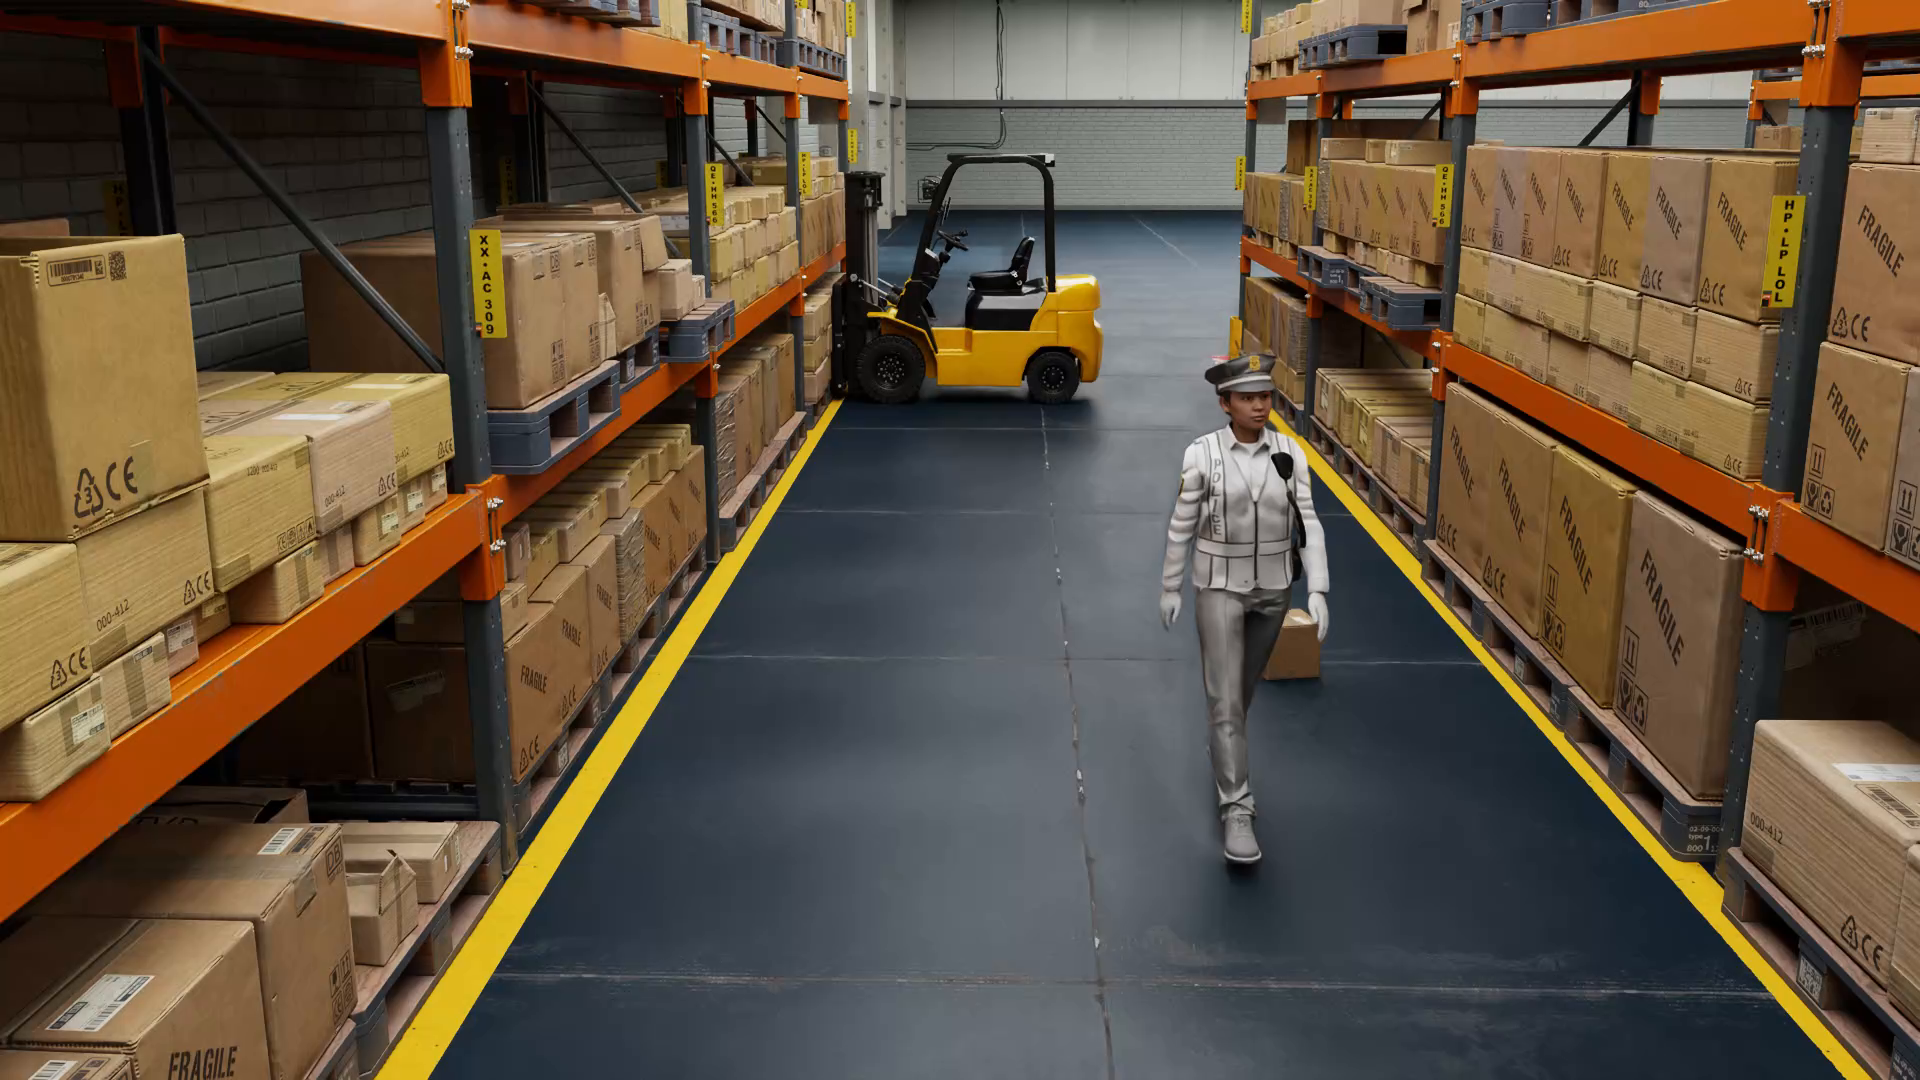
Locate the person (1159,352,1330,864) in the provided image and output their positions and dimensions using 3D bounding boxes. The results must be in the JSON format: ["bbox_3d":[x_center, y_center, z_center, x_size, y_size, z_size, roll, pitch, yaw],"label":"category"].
[{"bbox_3d":[1.005,0.168,5.713,0.515,1.625,1.012,-3,14,-11],"label":"person"}]
